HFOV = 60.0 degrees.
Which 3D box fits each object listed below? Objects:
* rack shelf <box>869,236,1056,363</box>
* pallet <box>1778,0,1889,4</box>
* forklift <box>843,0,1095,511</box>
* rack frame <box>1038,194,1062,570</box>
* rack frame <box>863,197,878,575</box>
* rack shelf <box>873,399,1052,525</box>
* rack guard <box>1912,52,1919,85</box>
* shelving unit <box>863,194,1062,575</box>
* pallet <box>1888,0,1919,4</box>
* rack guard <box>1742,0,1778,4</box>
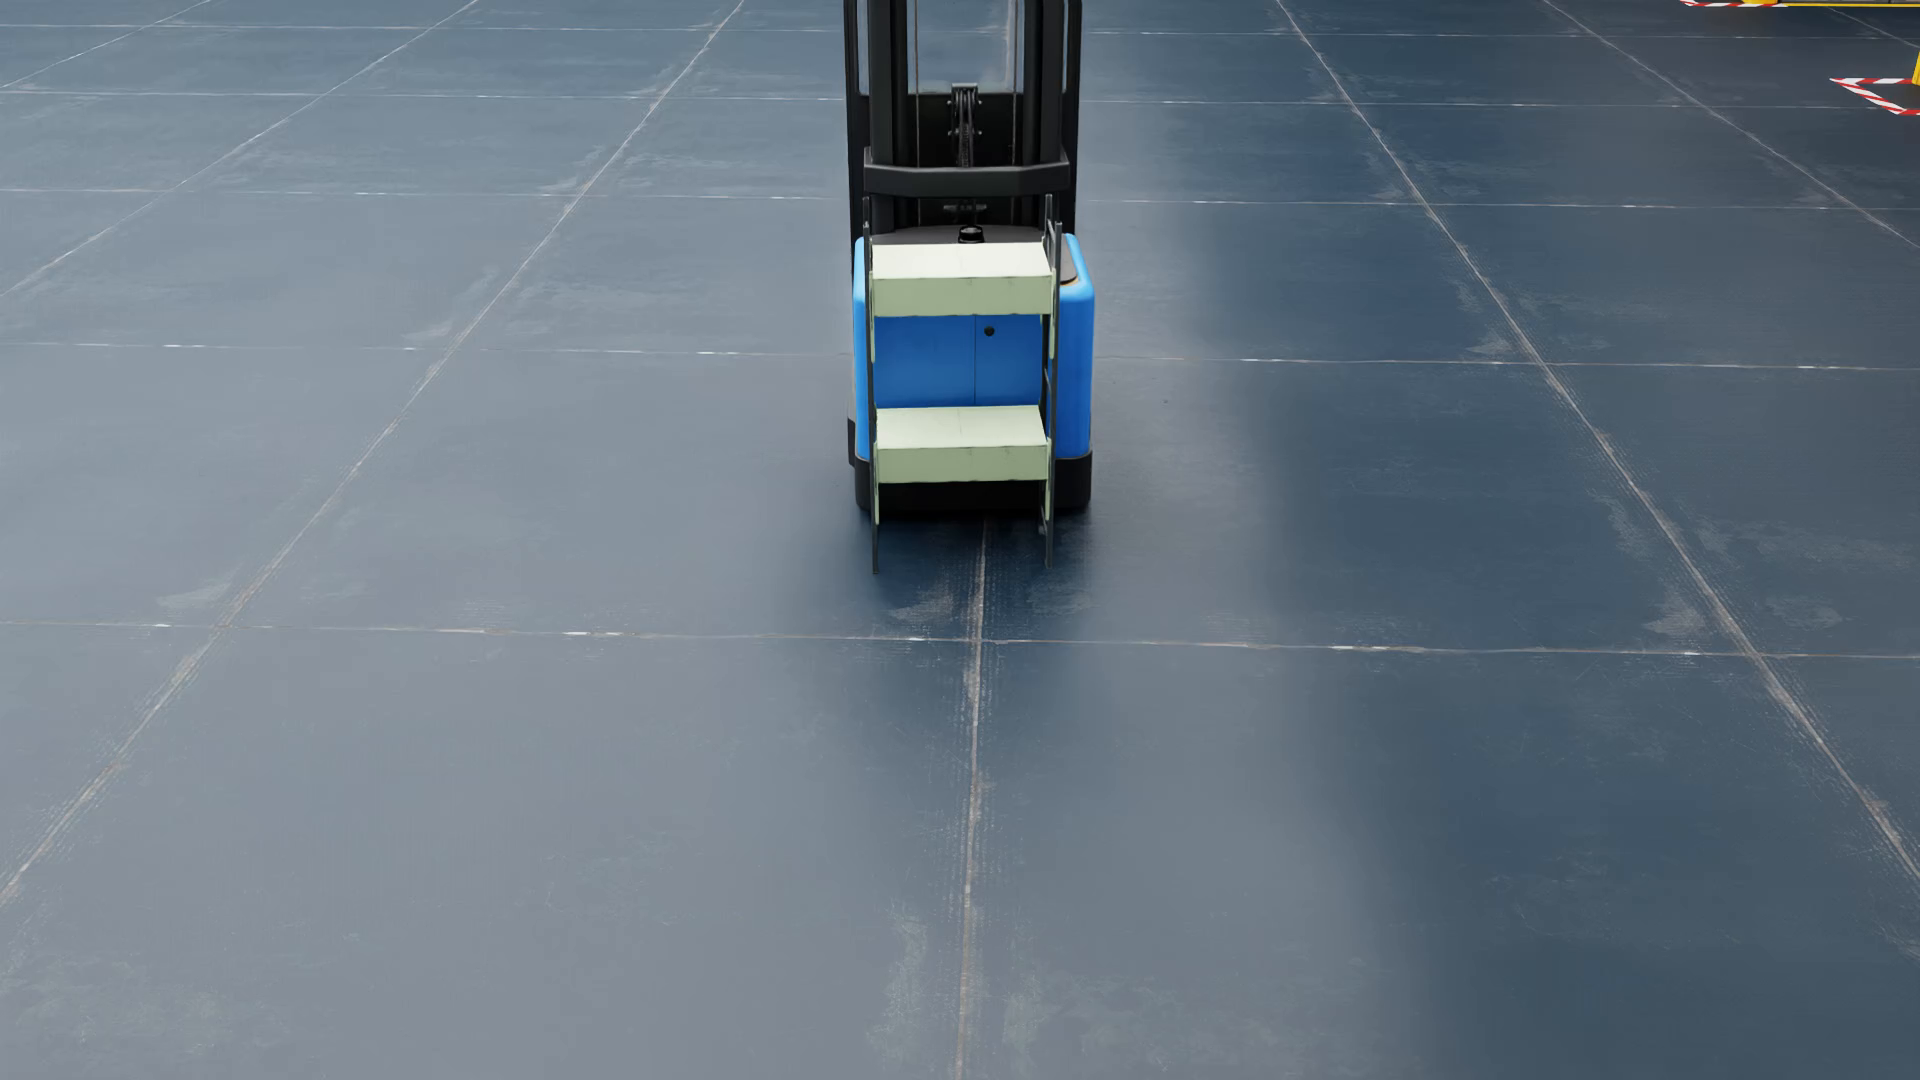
[{"bbox_3d":[0.000,-0.965,6.635,0.720,0.370,0.431,-1,28,-3],"label":"rack shelf"},{"bbox_3d":[9.770,-6.314,18.936,1.213,0.211,1.003,1,28,2],"label":"pallet"},{"bbox_3d":[0.000,-2.075,8.034,1.130,2.935,3.031,-1,28,-2],"label":"forklift"},{"bbox_3d":[0.366,-0.629,6.835,0.023,1.500,0.400,-1,28,-3],"label":"rack frame"},{"bbox_3d":[-0.365,-0.611,6.801,0.023,1.500,0.400,-1,28,-3],"label":"rack frame"},{"bbox_3d":[0.000,-0.332,6.971,0.720,0.370,0.431,-1,28,-3],"label":"rack shelf"},{"bbox_3d":[8.782,-4.117,14.483,0.348,0.500,1.175,1,28,2],"label":"rack guard"},{"bbox_3d":[0.000,-0.620,6.818,0.755,1.500,0.431,-1,28,-3],"label":"shelving unit"},{"bbox_3d":[10.986,-6.293,18.895,1.213,0.211,1.003,1,28,2],"label":"pallet"},{"bbox_3d":[8.958,-6.458,18.898,0.348,0.500,1.175,1,28,2],"label":"rack guard"}]
